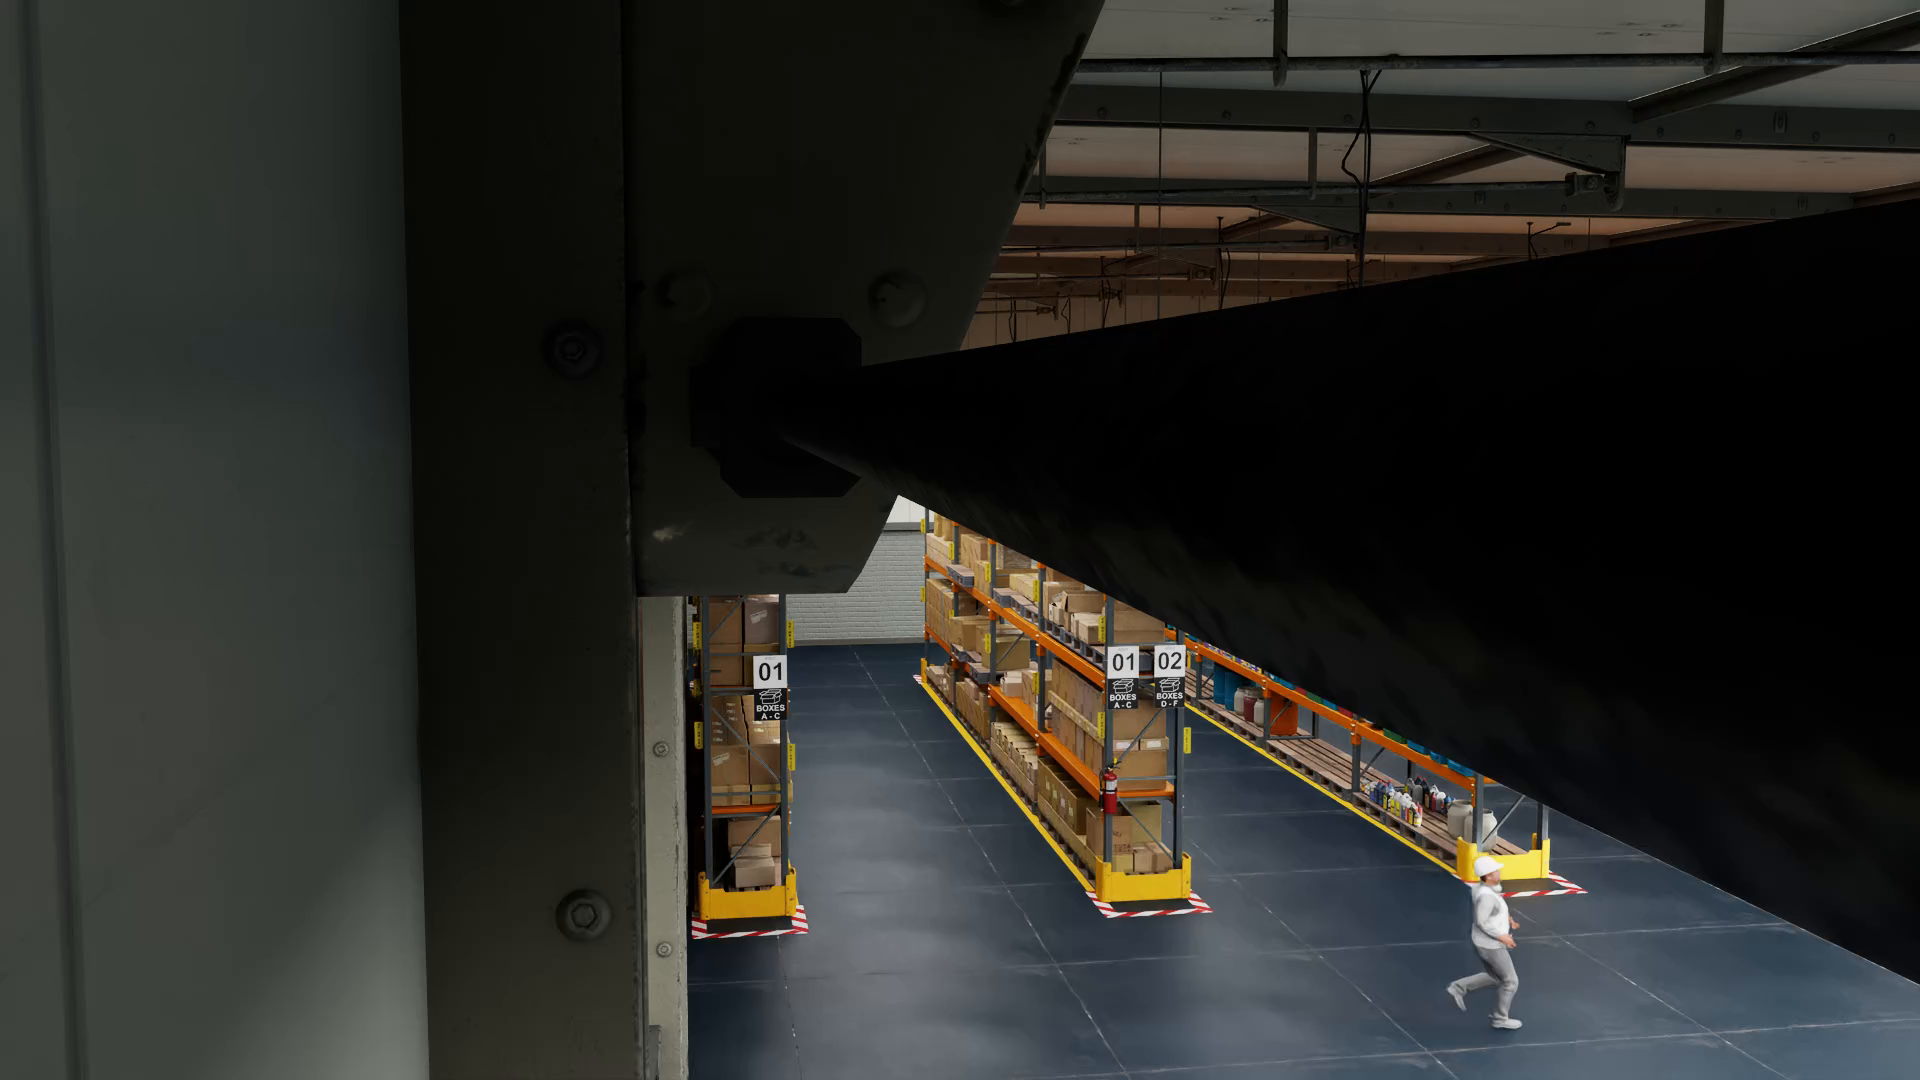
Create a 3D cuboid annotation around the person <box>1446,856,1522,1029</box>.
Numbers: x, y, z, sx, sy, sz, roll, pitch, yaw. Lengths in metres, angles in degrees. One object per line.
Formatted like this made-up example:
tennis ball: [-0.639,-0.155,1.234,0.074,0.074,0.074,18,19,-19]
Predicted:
person: [5.256,4.008,16.593,0.725,1.729,0.664,1,5,9]
